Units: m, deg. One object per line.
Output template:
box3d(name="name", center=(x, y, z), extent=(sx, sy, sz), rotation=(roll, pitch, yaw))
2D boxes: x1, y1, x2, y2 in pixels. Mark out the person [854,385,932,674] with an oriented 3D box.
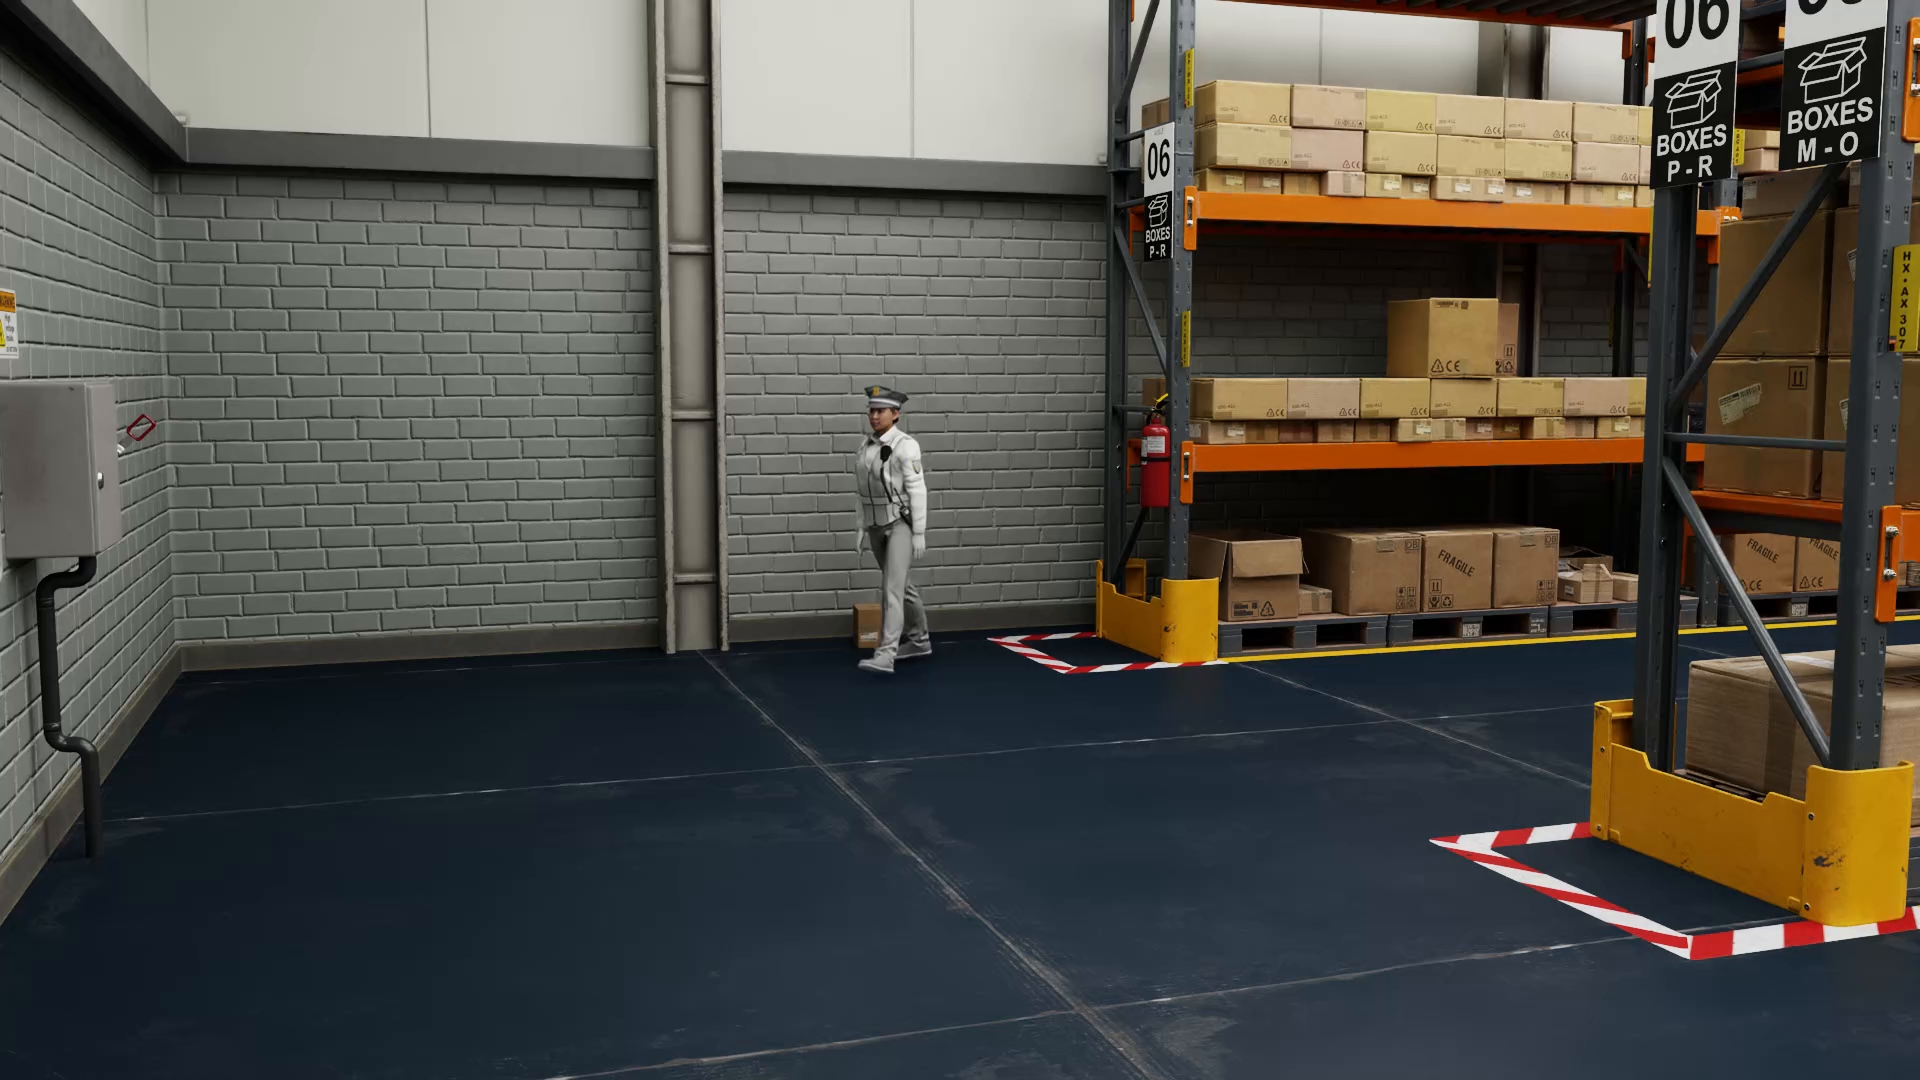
box3d(name="person", center=(-0.409, -0.072, 9.597), extent=(0.845, 1.641, 0.615), rotation=(-5, 8, -41))
